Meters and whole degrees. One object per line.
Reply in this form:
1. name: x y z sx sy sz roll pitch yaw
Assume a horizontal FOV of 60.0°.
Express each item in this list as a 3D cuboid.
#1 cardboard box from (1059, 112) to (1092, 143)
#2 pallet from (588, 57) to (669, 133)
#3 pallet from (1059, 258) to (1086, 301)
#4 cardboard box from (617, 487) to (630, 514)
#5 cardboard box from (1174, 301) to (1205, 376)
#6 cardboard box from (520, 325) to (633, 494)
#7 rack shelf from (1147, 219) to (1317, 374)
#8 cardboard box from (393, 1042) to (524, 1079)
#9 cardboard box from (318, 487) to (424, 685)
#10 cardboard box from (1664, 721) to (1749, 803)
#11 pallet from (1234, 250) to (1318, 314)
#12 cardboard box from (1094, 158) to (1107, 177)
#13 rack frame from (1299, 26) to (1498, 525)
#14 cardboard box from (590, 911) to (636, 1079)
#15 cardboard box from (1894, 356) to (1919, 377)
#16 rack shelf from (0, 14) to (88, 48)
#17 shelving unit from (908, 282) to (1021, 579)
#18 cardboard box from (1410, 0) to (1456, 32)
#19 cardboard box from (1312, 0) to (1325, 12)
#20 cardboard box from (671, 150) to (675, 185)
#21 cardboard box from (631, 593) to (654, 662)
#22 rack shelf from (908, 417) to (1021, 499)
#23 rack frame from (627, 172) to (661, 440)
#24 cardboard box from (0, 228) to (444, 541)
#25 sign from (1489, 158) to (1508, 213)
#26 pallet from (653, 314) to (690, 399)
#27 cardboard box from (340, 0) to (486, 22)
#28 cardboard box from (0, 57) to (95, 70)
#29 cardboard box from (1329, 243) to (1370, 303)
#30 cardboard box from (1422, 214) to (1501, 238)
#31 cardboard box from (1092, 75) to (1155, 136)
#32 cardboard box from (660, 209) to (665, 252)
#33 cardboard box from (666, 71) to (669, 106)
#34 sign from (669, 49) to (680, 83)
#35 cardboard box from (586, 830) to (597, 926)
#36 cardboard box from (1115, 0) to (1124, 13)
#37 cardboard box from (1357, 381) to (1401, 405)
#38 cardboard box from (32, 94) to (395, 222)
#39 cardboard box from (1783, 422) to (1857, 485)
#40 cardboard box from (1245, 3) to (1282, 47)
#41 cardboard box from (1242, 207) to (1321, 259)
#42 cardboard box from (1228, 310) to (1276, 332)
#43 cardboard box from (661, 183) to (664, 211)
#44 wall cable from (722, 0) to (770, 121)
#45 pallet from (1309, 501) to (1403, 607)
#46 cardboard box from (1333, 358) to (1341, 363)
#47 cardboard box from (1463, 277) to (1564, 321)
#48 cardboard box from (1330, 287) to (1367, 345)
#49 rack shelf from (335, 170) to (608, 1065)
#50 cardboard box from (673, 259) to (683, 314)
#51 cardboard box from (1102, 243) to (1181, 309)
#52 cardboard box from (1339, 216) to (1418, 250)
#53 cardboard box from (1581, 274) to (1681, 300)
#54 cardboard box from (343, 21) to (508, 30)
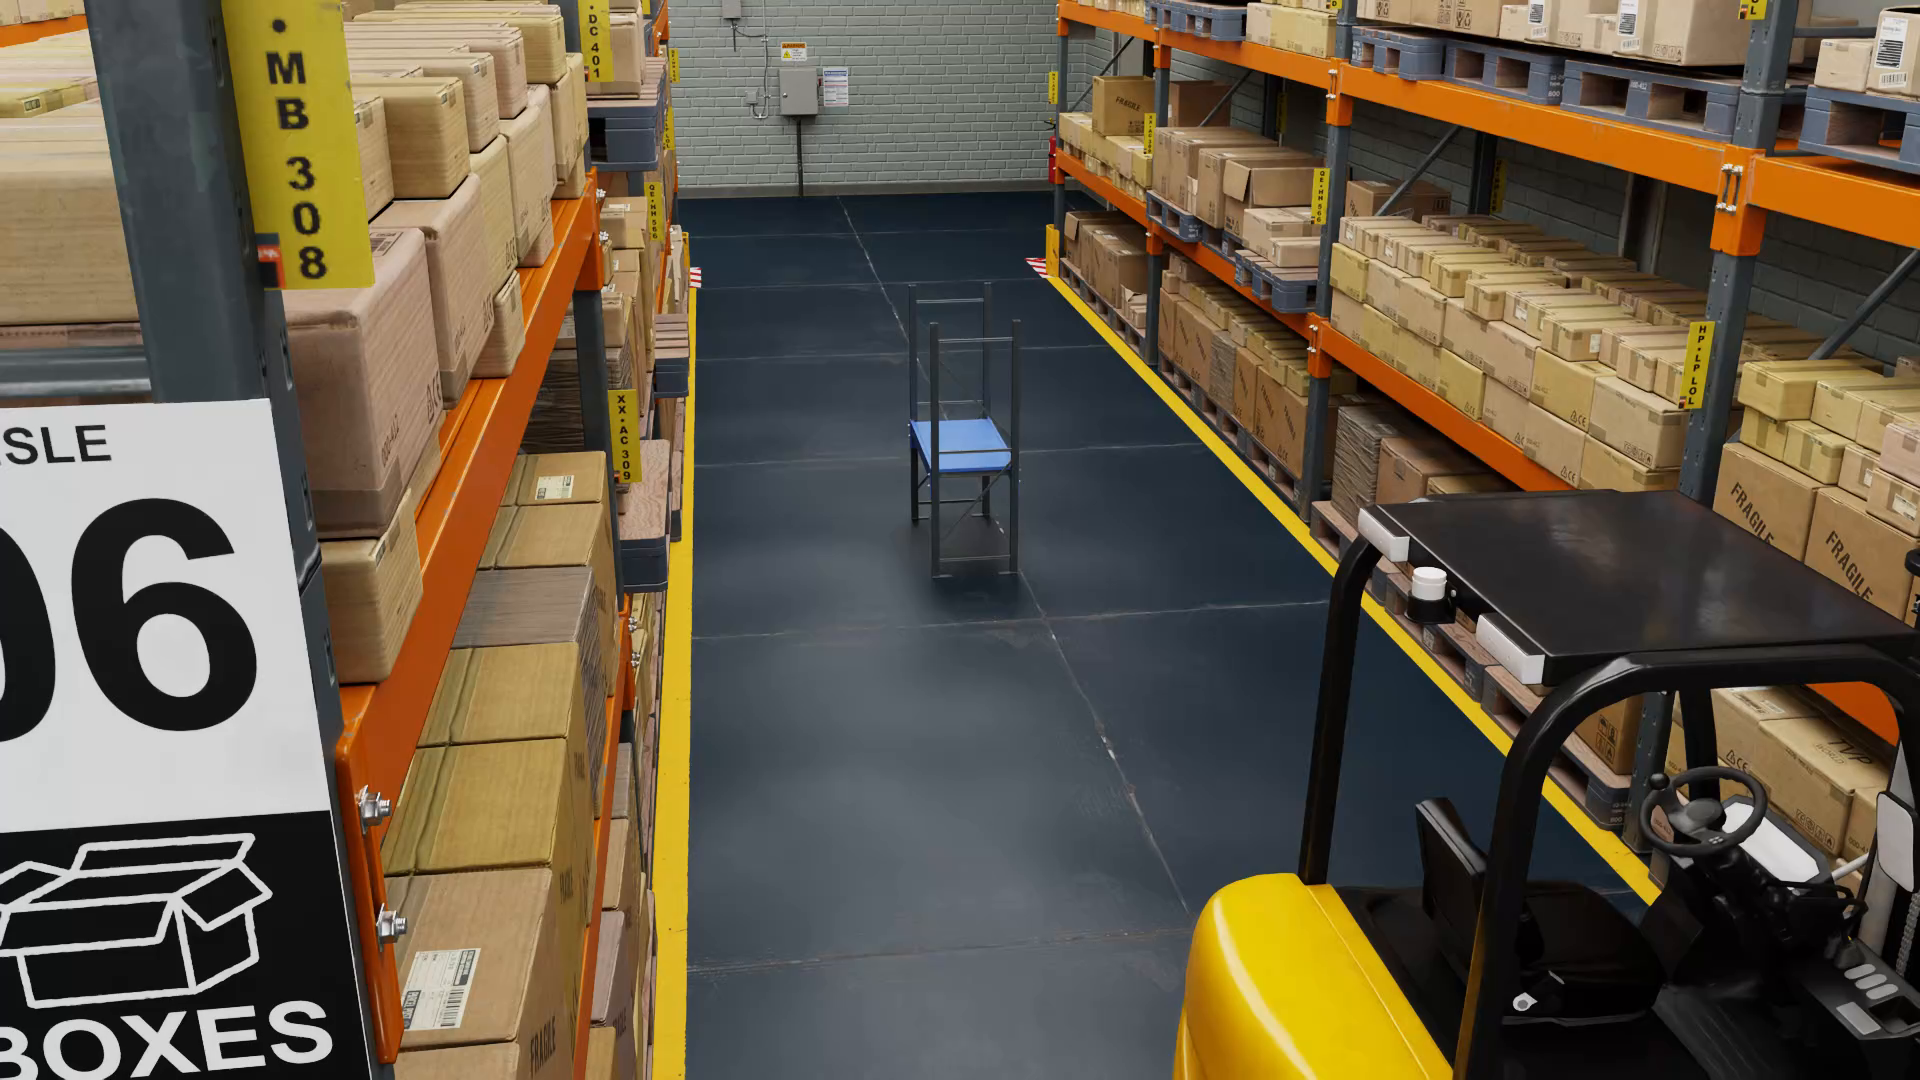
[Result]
1. cardboard box: 1.308 -4.218 17.012 0.500 0.250 0.500 -3 21 -7
2. pallet: -1.808 -1.809 6.753 1.213 0.211 1.003 -3 21 -8
3. pallet: 1.636 -2.711 17.174 1.003 0.211 1.213 -3 21 -8
4. cardboard box: -1.439 -0.200 6.223 0.380 0.149 0.250 -3 21 -7
5. cardboard box: 2.019 -1.598 13.180 0.500 0.500 0.500 -3 21 -8
6. cardboard box: -1.456 -0.473 6.027 0.500 0.500 0.500 -2 21 -6
7. rack shelf: 2.374 -1.905 12.059 1.077 0.370 4.000 -3 21 -8
8. cardboard box: -0.889 1.107 2.396 0.500 0.500 0.500 -3 21 -9
9. cardboard box: -0.822 0.053 1.860 0.380 0.149 0.250 -3 21 -8
10. cardboard box: 3.003 0.875 6.201 0.500 0.250 0.500 -3 21 -8
11. pallet: 2.495 -1.691 10.731 1.213 0.211 1.003 -3 21 -8
12. cardboard box: 1.480 -3.536 15.755 0.380 0.149 0.250 -2 21 -7
13. rack frame: 2.663 -1.550 10.079 1.000 3.000 0.127 -3 21 -8
14. cardboard box: -1.172 1.371 4.517 0.500 0.500 0.500 -2 21 -5
15. cardboard box: 3.584 -0.560 5.933 0.380 0.149 0.250 -3 21 -8
16. rack shelf: -7.997 -4.159 13.806 1.077 0.370 4.000 -3 21 -8
17. shelving unit: 0.012 -0.673 9.875 0.538 1.500 1.048 -3 21 -8
18. cardboard box: 2.697 -2.813 8.287 0.700 0.500 0.500 -3 21 -9
19. cardboard box: 2.355 -3.273 10.050 0.380 0.149 0.250 -3 21 -9
20. cardboard box: -2.842 -3.431 14.973 0.500 0.500 0.500 -2 21 -6
21. cardboard box: -1.959 0.450 7.880 0.950 0.372 0.625 -2 21 -6
22. rack shelf: 0.012 -0.505 9.938 0.538 0.185 1.000 -3 21 -8
23. rack frame: -2.249 -1.298 9.405 1.000 3.000 0.127 -3 21 -8
24. cardboard box: -0.904 -0.190 1.941 0.500 0.250 0.500 -3 21 -9
25. sign: 3.211 -2.121 9.954 0.100 0.325 0.005 -3 21 -8
26. pallet: -2.041 -0.967 8.792 1.213 0.211 1.003 -3 21 -8
27. cardboard box: -1.882 -1.873 5.558 0.500 0.250 0.500 -2 21 -7
28. cardboard box: -1.516 -0.738 2.837 0.380 0.149 0.250 -4 21 -9
29. cardboard box: 2.460 -1.547 9.570 0.500 0.250 0.500 -3 21 -8
30. cardboard box: 2.910 -1.798 9.674 0.380 0.149 0.250 -2 21 -6
31. cardboard box: 1.525 -4.050 15.491 0.500 0.500 0.500 -2 21 -6
32. cardboard box: -2.439 -2.294 12.285 0.500 0.250 0.500 -3 21 -9
33. cardboard box: -2.854 -3.903 14.808 0.500 0.500 0.500 -3 21 -8
34. sign: -2.863 -4.744 16.638 0.100 0.325 0.005 -3 21 -8
35. cardboard box: -1.094 0.829 4.068 0.380 0.149 0.250 -3 21 -7
36. cardboard box: 1.597 -4.777 14.790 0.380 0.149 0.250 -3 21 -7
37. cardboard box: 2.879 -0.736 10.871 0.500 0.500 0.500 -2 21 -6
38. cardboard box: -0.972 -0.499 2.197 0.380 0.149 0.250 -3 21 -8
39. cardboard box: 3.064 -0.303 5.669 0.380 0.149 0.250 -2 21 -6
40. cardboard box: 2.203 -3.398 10.953 0.500 0.250 0.500 -3 21 -8
41. cardboard box: 2.190 -2.025 10.966 0.500 0.250 0.500 -4 21 -10
42. cardboard box: 2.192 -1.586 12.221 0.380 0.149 0.250 -3 21 -8
43. cardboard box: -2.361 -2.355 11.734 0.500 0.250 0.500 -2 21 -6
44. wall cable: -2.836 -6.571 22.070 0.588 1.984 0.122 -3 21 -8
45. pallet: 2.743 0.043 9.798 1.003 0.211 1.213 -3 21 -8
46. cardboard box: 2.769 -1.251 11.324 0.380 0.149 0.250 -3 21 -7
47. cardboard box: 2.642 -1.152 7.942 0.380 0.149 0.250 -3 21 -9
48. cardboard box: 2.485 -1.314 9.661 0.500 0.250 0.500 -3 21 -8
49. rack shelf: -1.384 -0.289 3.444 1.077 0.370 4.000 -3 21 -8
50. cardboard box: -2.939 -2.212 14.914 0.875 0.438 0.875 -4 21 -9
51. cardboard box: 1.738 -2.472 15.519 0.700 0.500 0.500 -4 21 -10
52. cardboard box: 2.417 -1.775 9.613 0.380 0.149 0.250 -2 21 -6
53. cardboard box: 3.227 -1.178 8.014 0.380 0.149 0.250 -3 21 -7
54. cardboard box: -1.245 -1.116 3.849 0.380 0.149 0.250 -3 21 -9
